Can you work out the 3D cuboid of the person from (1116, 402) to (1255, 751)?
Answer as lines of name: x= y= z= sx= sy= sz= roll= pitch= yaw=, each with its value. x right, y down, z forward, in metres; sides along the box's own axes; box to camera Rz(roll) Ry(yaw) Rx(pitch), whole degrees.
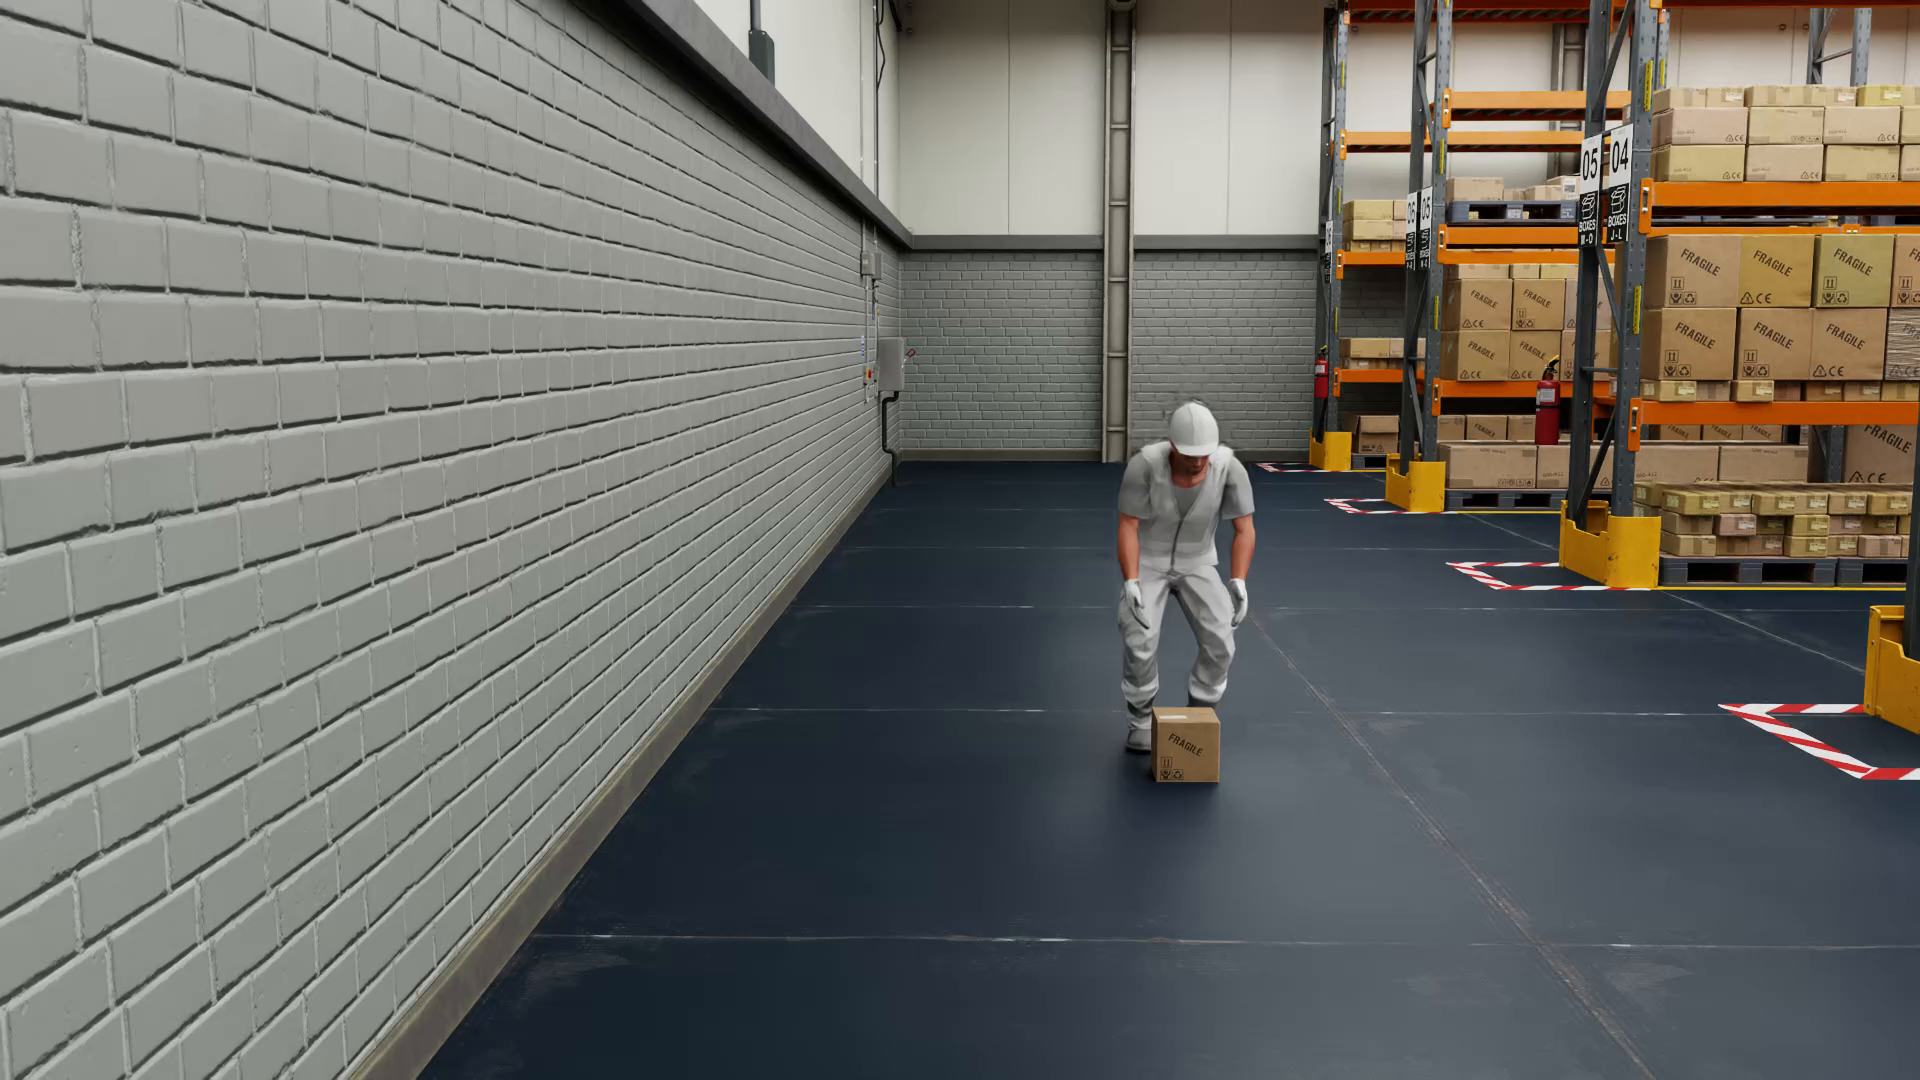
person: x=0.952 y=0.158 z=7.068 sx=0.581 sy=1.500 sz=0.711 roll=0 pitch=7 yaw=2
